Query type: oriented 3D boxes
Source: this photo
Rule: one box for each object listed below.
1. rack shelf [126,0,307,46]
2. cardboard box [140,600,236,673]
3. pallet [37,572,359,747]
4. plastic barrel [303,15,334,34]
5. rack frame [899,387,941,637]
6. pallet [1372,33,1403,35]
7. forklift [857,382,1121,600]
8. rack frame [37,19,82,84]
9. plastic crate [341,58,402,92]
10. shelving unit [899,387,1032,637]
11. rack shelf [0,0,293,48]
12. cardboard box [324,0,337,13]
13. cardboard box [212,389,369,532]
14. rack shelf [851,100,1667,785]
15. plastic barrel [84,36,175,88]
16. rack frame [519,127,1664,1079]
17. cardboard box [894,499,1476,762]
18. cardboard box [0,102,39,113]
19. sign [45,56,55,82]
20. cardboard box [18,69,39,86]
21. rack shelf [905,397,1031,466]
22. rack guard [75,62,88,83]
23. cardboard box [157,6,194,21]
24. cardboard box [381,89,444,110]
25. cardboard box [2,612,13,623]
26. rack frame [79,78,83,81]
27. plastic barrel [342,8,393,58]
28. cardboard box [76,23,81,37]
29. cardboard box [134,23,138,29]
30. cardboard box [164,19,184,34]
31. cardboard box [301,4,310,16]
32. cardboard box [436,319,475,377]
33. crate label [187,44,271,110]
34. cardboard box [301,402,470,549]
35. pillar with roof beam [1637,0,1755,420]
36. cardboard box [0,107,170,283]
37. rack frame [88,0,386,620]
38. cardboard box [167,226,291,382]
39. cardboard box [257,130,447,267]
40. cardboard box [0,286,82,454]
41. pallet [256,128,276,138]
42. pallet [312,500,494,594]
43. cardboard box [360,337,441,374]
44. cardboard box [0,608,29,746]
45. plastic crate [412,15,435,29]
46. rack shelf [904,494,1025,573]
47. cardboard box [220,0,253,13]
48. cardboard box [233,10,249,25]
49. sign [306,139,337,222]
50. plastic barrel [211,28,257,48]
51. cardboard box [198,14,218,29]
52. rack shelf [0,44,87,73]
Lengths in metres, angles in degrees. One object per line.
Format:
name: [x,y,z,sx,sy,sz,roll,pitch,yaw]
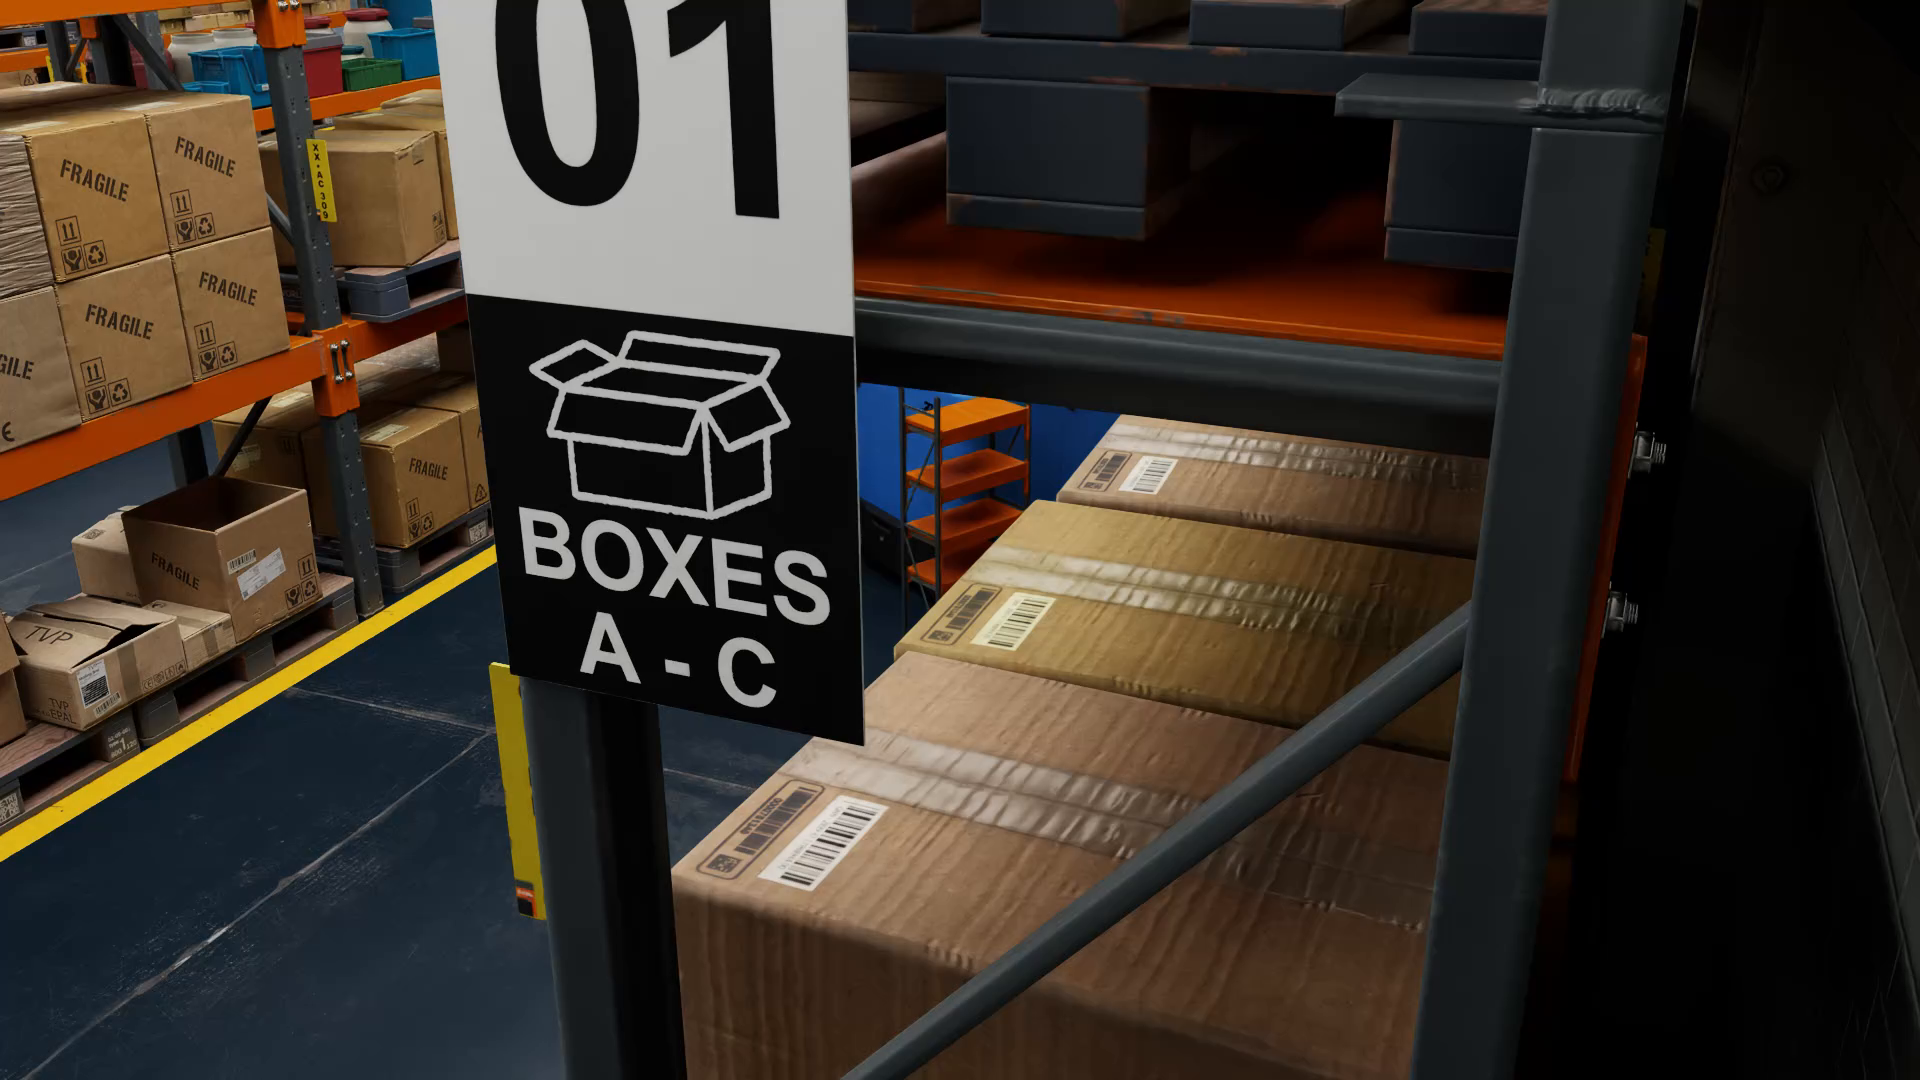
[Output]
rack shelf: [-2.338,-2.890,8.319,1.077,0.370,4.000,9,24,20]
cardboard box: [-3.113,0.377,6.583,0.380,0.149,0.250,9,24,20]
pallet: [-3.337,0.410,6.995,1.003,0.211,1.213,9,24,20]
plastic barrel: [-5.538,-4.185,14.201,0.433,0.535,0.433,0,23,0]
rack frame: [-0.160,-0.033,6.772,0.015,1.200,0.240,-18,29,-37]
pallet: [0.751,-1.031,3.051,1.003,0.211,1.213,9,24,20]
forklift: [-0.391,-1.572,8.210,1.130,2.935,3.031,-15,27,-31]
rack frame: [-9.306,-5.405,17.298,1.000,3.000,0.127,9,24,20]
plastic crate: [-5.092,-3.934,14.052,0.450,0.188,0.662,9,24,20]
shelving unit: [0.025,-0.094,6.919,0.503,1.200,0.258,-18,29,-37]
rack shelf: [-3.824,-1.459,4.892,1.077,0.370,4.000,9,24,20]
cardboard box: [-7.827,-6.499,20.244,0.380,0.149,0.250,9,24,20]
cardboard box: [-3.164,-0.390,7.963,0.500,0.500,0.500,9,24,20]
rack shelf: [0.777,-0.751,3.198,1.077,0.370,4.000,9,24,20]
plastic barrel: [-6.302,-3.537,12.648,0.600,0.536,0.708,9,24,20]
rack frame: [0.034,1.017,1.924,1.000,3.000,0.127,9,24,20]
cardboard box: [0.474,0.433,2.934,0.980,0.700,0.700,9,24,20]
cardboard box: [-3.708,-1.317,6.084,0.500,0.500,0.500,8,24,18]
sign: [-6.706,-3.416,12.324,0.100,0.325,0.005,9,24,20]
cardboard box: [-12.578,-6.544,22.236,0.875,0.875,0.875,9,24,20]
rack shelf: [0.025,-0.457,6.768,0.480,0.148,0.258,-18,29,-37]
rack guard: [-12.378,-6.438,23.014,1.175,0.500,0.348,9,24,20]
cardboard box: [-8.863,-5.914,18.002,0.875,0.500,0.500,9,24,20]
cardboard box: [-2.482,-2.003,8.480,0.700,0.500,0.500,3,23,7]
cardboard box: [-3.750,0.412,6.477,0.380,0.166,0.250,9,24,20]
rack frame: [-12.387,-7.583,22.511,1.000,3.000,0.127,9,24,20]
plastic barrel: [-5.266,-4.447,14.829,0.433,0.535,0.433,0,23,0]
cardboard box: [-9.499,-5.408,17.631,0.380,0.149,0.250,9,24,20]
cardboard box: [-8.841,-5.410,17.637,0.380,0.149,0.250,9,24,20]
cardboard box: [-8.690,-5.595,18.078,0.380,0.149,0.250,9,24,20]
cardboard box: [-7.980,-6.315,19.803,0.380,0.149,0.250,9,24,20]
cardboard box: [-2.304,-1.014,8.485,0.500,0.250,0.500,9,24,20]
crate label: [-5.573,-3.597,12.925,0.502,0.435,0.616,9,24,20]
cardboard box: [-2.675,-0.310,7.773,0.500,0.500,0.500,8,24,18]
pillar with roof beam: [0.294,-5.572,9.914,9.100,9.000,0.400,9,24,20]
cardboard box: [-3.216,-1.228,5.872,0.500,0.500,0.500,8,24,19]
rack frame: [-3.081,-1.122,7.045,1.000,3.000,0.127,9,24,20]
cardboard box: [-3.028,-0.953,6.510,0.500,0.500,0.500,9,24,21]
cardboard box: [-2.697,-1.500,7.274,0.700,0.500,0.500,1,23,2]
cardboard box: [-3.407,-0.584,5.627,0.500,0.500,0.500,9,24,21]
pallet: [-8.637,-4.802,19.472,1.003,0.211,1.213,9,24,20]
pallet: [-2.814,-0.132,8.293,1.003,0.211,1.213,9,24,20]
cardboard box: [-2.786,-0.745,8.813,0.500,0.500,0.500,9,24,21]
cardboard box: [-3.774,0.500,5.830,0.797,0.503,0.637,9,24,20]
plastic crate: [-4.603,-4.508,15.068,0.402,0.464,0.583,9,24,20]
rack shelf: [0.025,-0.032,6.945,0.480,0.148,0.258,-18,29,-37]
cardboard box: [-8.546,-6.281,18.879,0.875,0.500,0.500,9,24,20]
cardboard box: [-8.351,-5.957,18.947,0.380,0.149,0.250,9,24,20]
sign: [-2.574,-1.447,6.699,0.100,0.325,0.005,9,24,20]
plastic barrel: [-5.853,-3.865,13.467,0.421,0.512,0.421,0,23,0]
cardboard box: [-8.505,-5.774,18.507,0.380,0.149,0.250,9,24,20]
rack shelf: [-10.048,-4.357,15.723,1.077,0.370,4.000,9,24,20]
